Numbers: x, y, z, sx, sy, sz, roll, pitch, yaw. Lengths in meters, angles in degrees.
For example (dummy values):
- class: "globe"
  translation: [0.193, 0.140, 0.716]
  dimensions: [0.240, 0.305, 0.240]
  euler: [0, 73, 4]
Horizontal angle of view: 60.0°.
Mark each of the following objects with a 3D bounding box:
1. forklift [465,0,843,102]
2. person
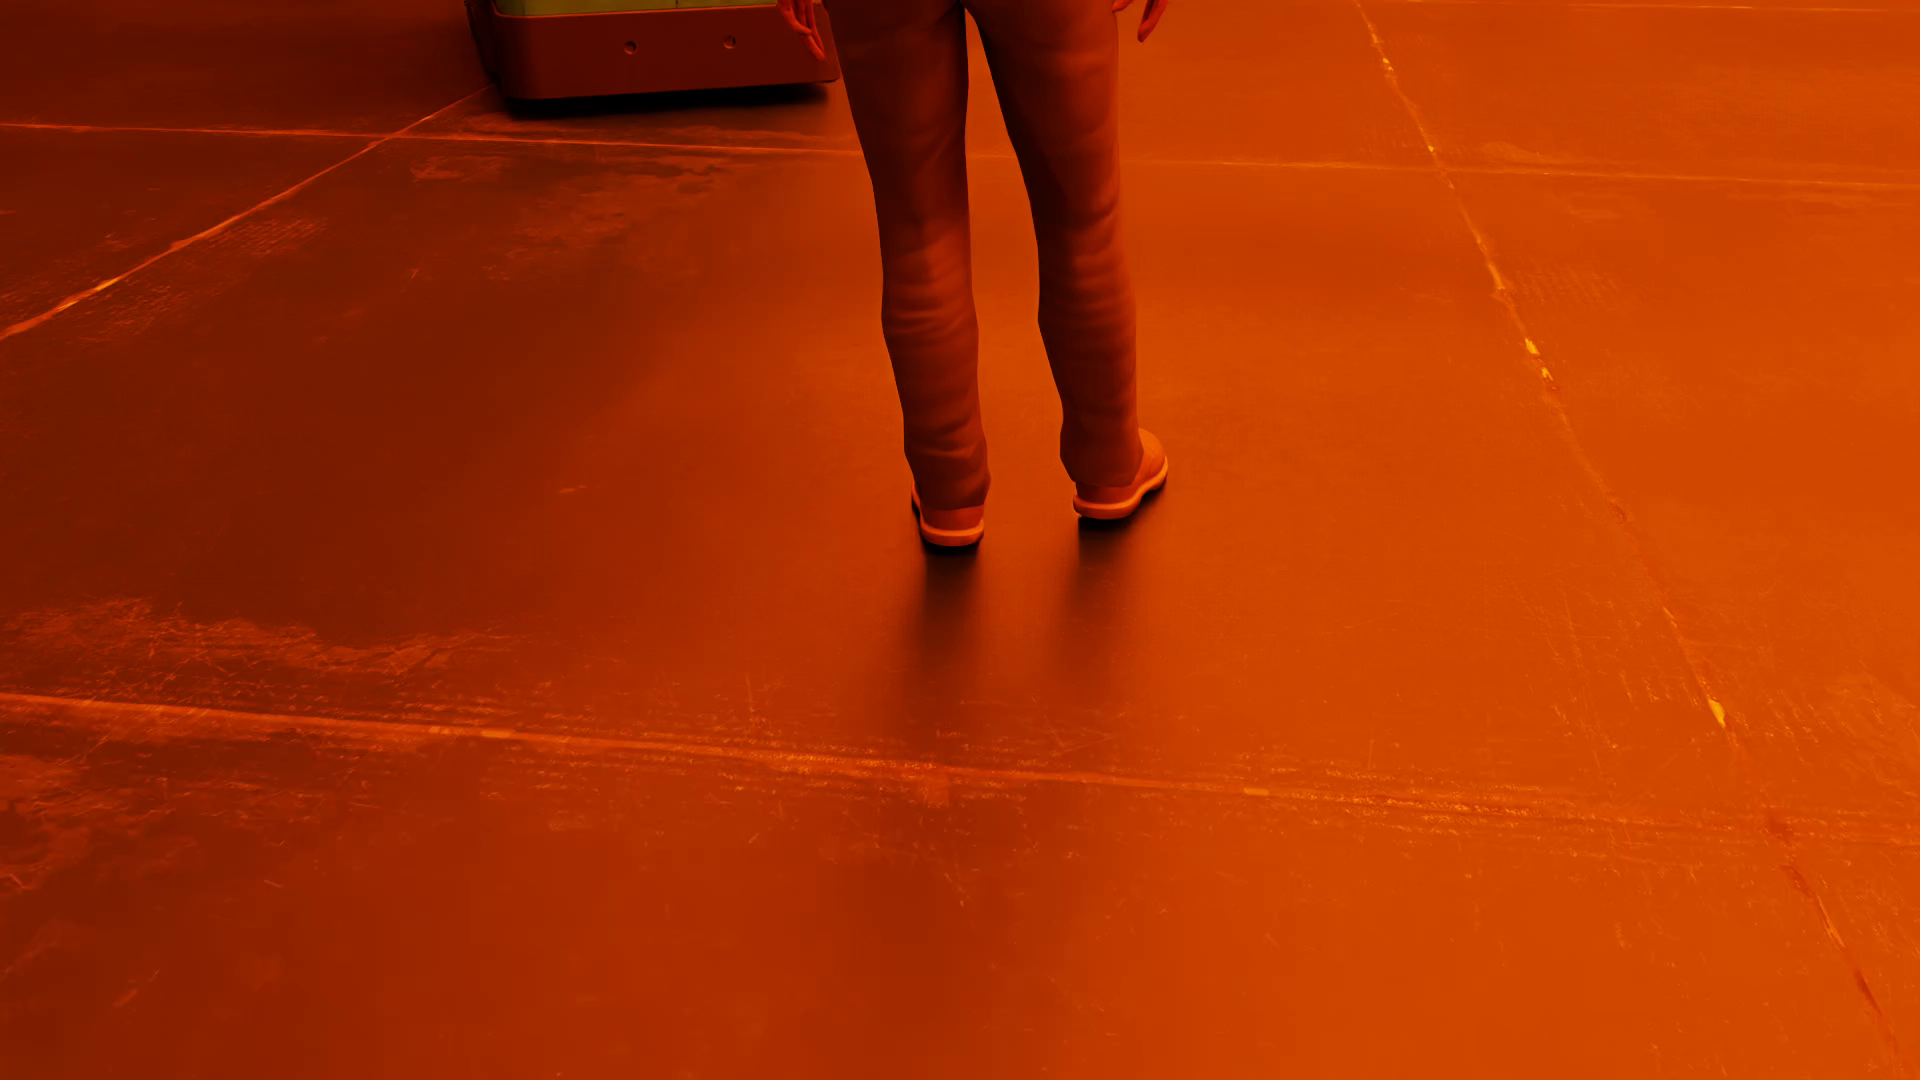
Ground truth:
- class: "forklift"
  translation: [-1.305, -3.269, 5.771]
  dimensions: [1.130, 2.935, 3.031]
  euler: [-8, 28, -16]
- class: "person"
  translation: [0.032, -0.785, 2.203]
  dimensions: [0.569, 1.656, 0.503]
  euler: [3, 27, 7]
